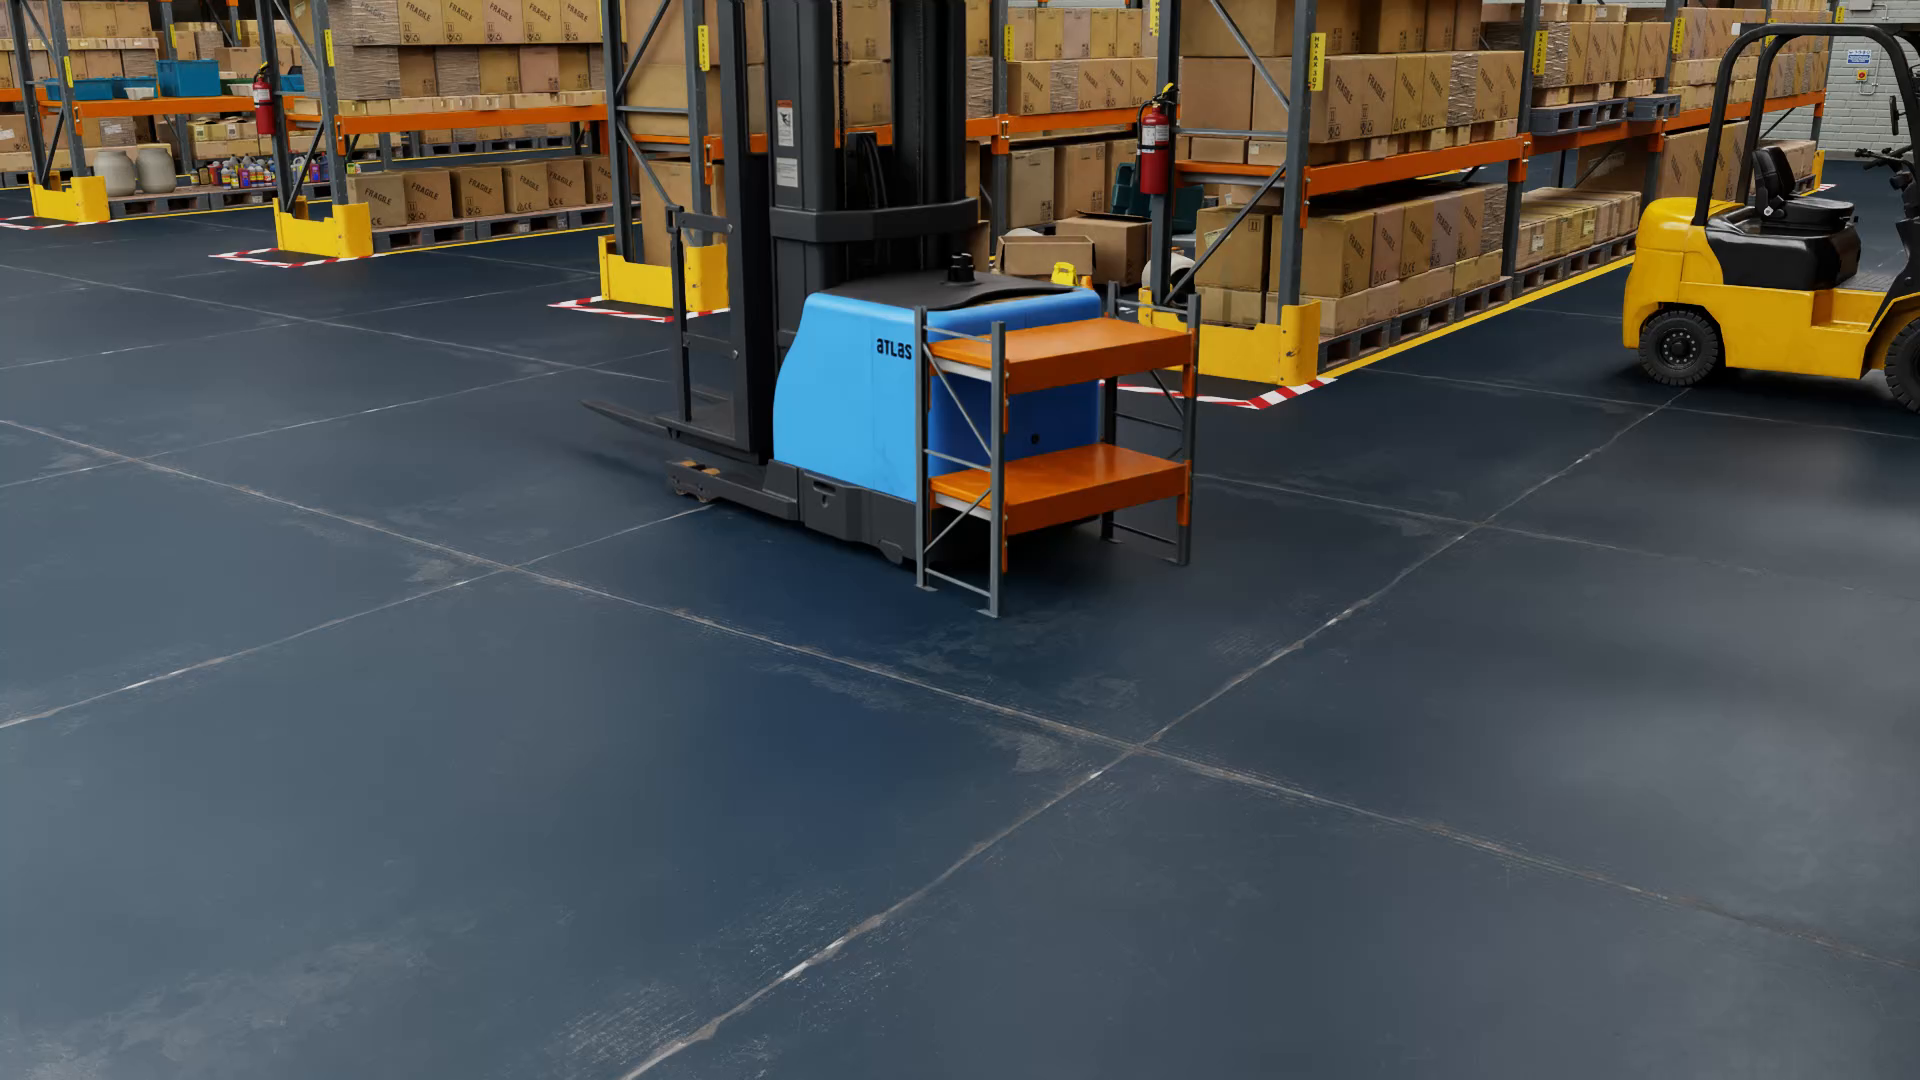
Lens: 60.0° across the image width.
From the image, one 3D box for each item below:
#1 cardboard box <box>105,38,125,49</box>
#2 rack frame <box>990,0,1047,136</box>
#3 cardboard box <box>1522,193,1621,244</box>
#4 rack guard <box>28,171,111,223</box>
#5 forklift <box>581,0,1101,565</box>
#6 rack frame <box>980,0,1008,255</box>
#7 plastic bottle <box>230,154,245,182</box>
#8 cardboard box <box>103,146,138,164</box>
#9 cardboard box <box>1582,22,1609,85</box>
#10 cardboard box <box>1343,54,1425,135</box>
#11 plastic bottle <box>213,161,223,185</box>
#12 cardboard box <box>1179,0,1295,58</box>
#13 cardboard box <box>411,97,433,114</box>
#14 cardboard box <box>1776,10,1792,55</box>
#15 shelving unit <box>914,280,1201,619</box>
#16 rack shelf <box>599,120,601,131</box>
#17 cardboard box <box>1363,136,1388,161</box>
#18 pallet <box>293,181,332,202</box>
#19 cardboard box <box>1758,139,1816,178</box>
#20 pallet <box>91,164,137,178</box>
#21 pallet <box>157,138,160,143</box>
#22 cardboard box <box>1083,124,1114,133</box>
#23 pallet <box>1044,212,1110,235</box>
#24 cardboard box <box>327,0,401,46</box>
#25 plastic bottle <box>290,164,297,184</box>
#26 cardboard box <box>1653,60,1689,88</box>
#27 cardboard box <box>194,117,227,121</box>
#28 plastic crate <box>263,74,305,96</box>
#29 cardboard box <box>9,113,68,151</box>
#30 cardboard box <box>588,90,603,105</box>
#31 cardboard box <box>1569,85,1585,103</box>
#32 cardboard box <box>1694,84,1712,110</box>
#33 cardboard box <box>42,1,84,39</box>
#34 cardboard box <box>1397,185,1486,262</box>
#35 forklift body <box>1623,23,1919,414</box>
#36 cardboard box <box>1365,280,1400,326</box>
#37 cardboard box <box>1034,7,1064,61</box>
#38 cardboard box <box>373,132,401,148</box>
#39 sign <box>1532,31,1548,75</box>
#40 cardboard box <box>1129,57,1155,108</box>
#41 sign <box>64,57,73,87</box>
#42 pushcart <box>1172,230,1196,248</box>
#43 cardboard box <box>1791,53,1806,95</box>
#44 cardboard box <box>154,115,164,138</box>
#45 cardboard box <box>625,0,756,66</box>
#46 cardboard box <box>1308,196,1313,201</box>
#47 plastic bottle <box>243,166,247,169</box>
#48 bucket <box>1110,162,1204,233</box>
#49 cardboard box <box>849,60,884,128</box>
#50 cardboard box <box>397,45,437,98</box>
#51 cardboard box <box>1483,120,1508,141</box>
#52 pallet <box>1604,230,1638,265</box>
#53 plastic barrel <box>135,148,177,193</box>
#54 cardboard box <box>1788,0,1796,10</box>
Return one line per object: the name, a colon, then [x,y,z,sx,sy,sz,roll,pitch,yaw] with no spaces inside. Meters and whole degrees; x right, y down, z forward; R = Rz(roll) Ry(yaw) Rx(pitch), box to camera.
cardboard box: [-12.158,-7.091,23.757,0.380,0.149,0.250,12,21,33]
rack frame: [0.856,-7.111,25.085,1.000,3.000,0.127,12,21,35]
cardboard box: [5.653,-3.043,15.708,0.950,0.372,0.625,12,21,34]
rack guard: [-10.265,-3.961,19.156,1.175,0.500,0.348,12,21,35]
forklift: [-0.751,-1.660,7.648,1.130,2.935,3.031,-15,23,-40]
rack frame: [0.012,-4.305,16.050,1.000,3.000,0.127,12,21,35]
plastic bottle: [-9.180,-4.717,21.099,0.144,0.351,0.185,13,22,37]
cardboard box: [-12.271,-5.578,24.077,0.500,0.250,0.500,12,21,35]
cardboard box: [5.161,-4.141,14.141,0.500,0.500,0.500,12,21,34]
cardboard box: [2.778,-3.001,11.180,0.500,0.500,0.500,12,21,34]
plastic bottle: [-9.272,-4.593,20.813,0.061,0.283,0.133,12,21,35]
cardboard box: [1.793,-3.329,10.551,0.700,0.500,0.500,12,21,33]
cardboard box: [-5.476,-4.335,16.569,0.380,0.149,0.250,12,21,35]
cardboard box: [9.599,-6.075,19.894,0.500,0.500,0.500,12,21,34]
shelving unit: [0.390,-0.392,6.610,1.048,1.125,0.538,-14,22,-37]
rack shelf: [-2.719,-5.339,20.590,1.077,0.370,4.000,12,21,35]
cardboard box: [2.583,-2.590,10.950,0.380,0.149,0.250,13,21,36]
pallet: [-8.323,-4.597,21.690,1.003,0.211,1.213,12,21,35]
cardboard box: [10.885,-5.115,22.269,0.875,0.438,0.875,12,21,33]
pallet: [-12.372,-5.444,24.417,1.003,0.211,1.213,12,21,35]
pallet: [-14.656,-6.977,29.356,1.003,0.211,1.213,12,21,35]
cardboard box: [1.849,-6.654,26.489,0.875,0.875,0.875,12,21,35]
pallet: [1.138,-3.462,18.038,1.003,0.211,1.213,12,21,35]
cardboard box: [-5.748,-5.003,15.941,0.500,0.500,0.500,12,21,35]
plastic bottle: [-8.448,-4.625,20.931,0.152,0.276,0.135,13,21,36]
cardboard box: [6.931,-4.651,16.574,0.500,0.250,0.500,12,21,34]
cardboard box: [-11.549,-6.385,25.728,0.500,0.311,0.500,13,22,36]
plastic crate: [-8.330,-5.698,20.787,0.499,0.251,0.616,12,21,35]
cardboard box: [-12.854,-5.695,23.189,0.500,0.500,0.500,12,21,35]
cardboard box: [-4.157,-4.876,18.311,0.380,0.149,0.250,12,21,35]
cardboard box: [5.081,-3.804,14.150,0.380,0.149,0.250,13,21,36]
cardboard box: [7.534,-4.657,17.436,0.500,0.250,0.500,13,22,36]
cardboard box: [-12.723,-7.278,23.266,0.700,0.500,0.500,12,21,35]
cardboard box: [3.609,-2.390,12.547,0.500,0.500,0.500,13,21,36]
forklift body: [5.318,-1.994,10.039,2.313,2.155,1.214,12,21,35]
cardboard box: [2.677,-1.653,11.437,0.500,0.250,0.500,13,22,37]
cardboard box: [0.608,-5.073,16.666,0.700,0.500,0.500,12,21,34]
cardboard box: [-9.599,-6.629,27.460,0.500,0.250,0.500,13,21,36]
sign: [4.488,-3.774,12.879,0.100,0.325,0.005,12,21,35]
cardboard box: [1.746,-4.913,17.839,0.500,0.500,0.500,12,21,34]
sign: [-9.833,-5.162,18.343,0.100,0.325,0.005,12,21,35]
pushcart: [2.187,-2.593,14.958,1.648,0.377,0.936,5,18,16]
cardboard box: [10.216,-5.832,20.799,0.500,0.500,0.500,13,22,36]
cardboard box: [-14.523,-7.394,29.471,0.700,0.500,0.500,12,21,34]
cardboard box: [-2.119,-4.021,13.062,0.875,0.550,0.550,12,21,35]
cardboard box: [2.249,-2.453,11.654,0.380,0.149,0.250,13,21,36]
plastic bottle: [-9.057,-4.634,21.086,0.097,0.201,0.097,0,17,0]
bucket: [1.783,-3.028,14.893,0.620,0.611,0.726,0,14,-35]
cardboard box: [-1.159,-3.900,14.492,0.875,0.550,0.500,12,21,35]
cardboard box: [-5.743,-4.709,16.681,0.875,0.500,0.500,12,21,35]
cardboard box: [3.958,-3.144,12.732,0.380,0.149,0.250,13,21,36]
pallet: [5.964,-2.890,16.193,1.003,0.211,1.213,12,21,35]
plastic barrel: [-9.643,-4.430,19.939,0.421,0.512,0.421,0,17,0]
cardboard box: [9.848,-6.463,20.050,0.380,0.149,0.250,12,21,33]
